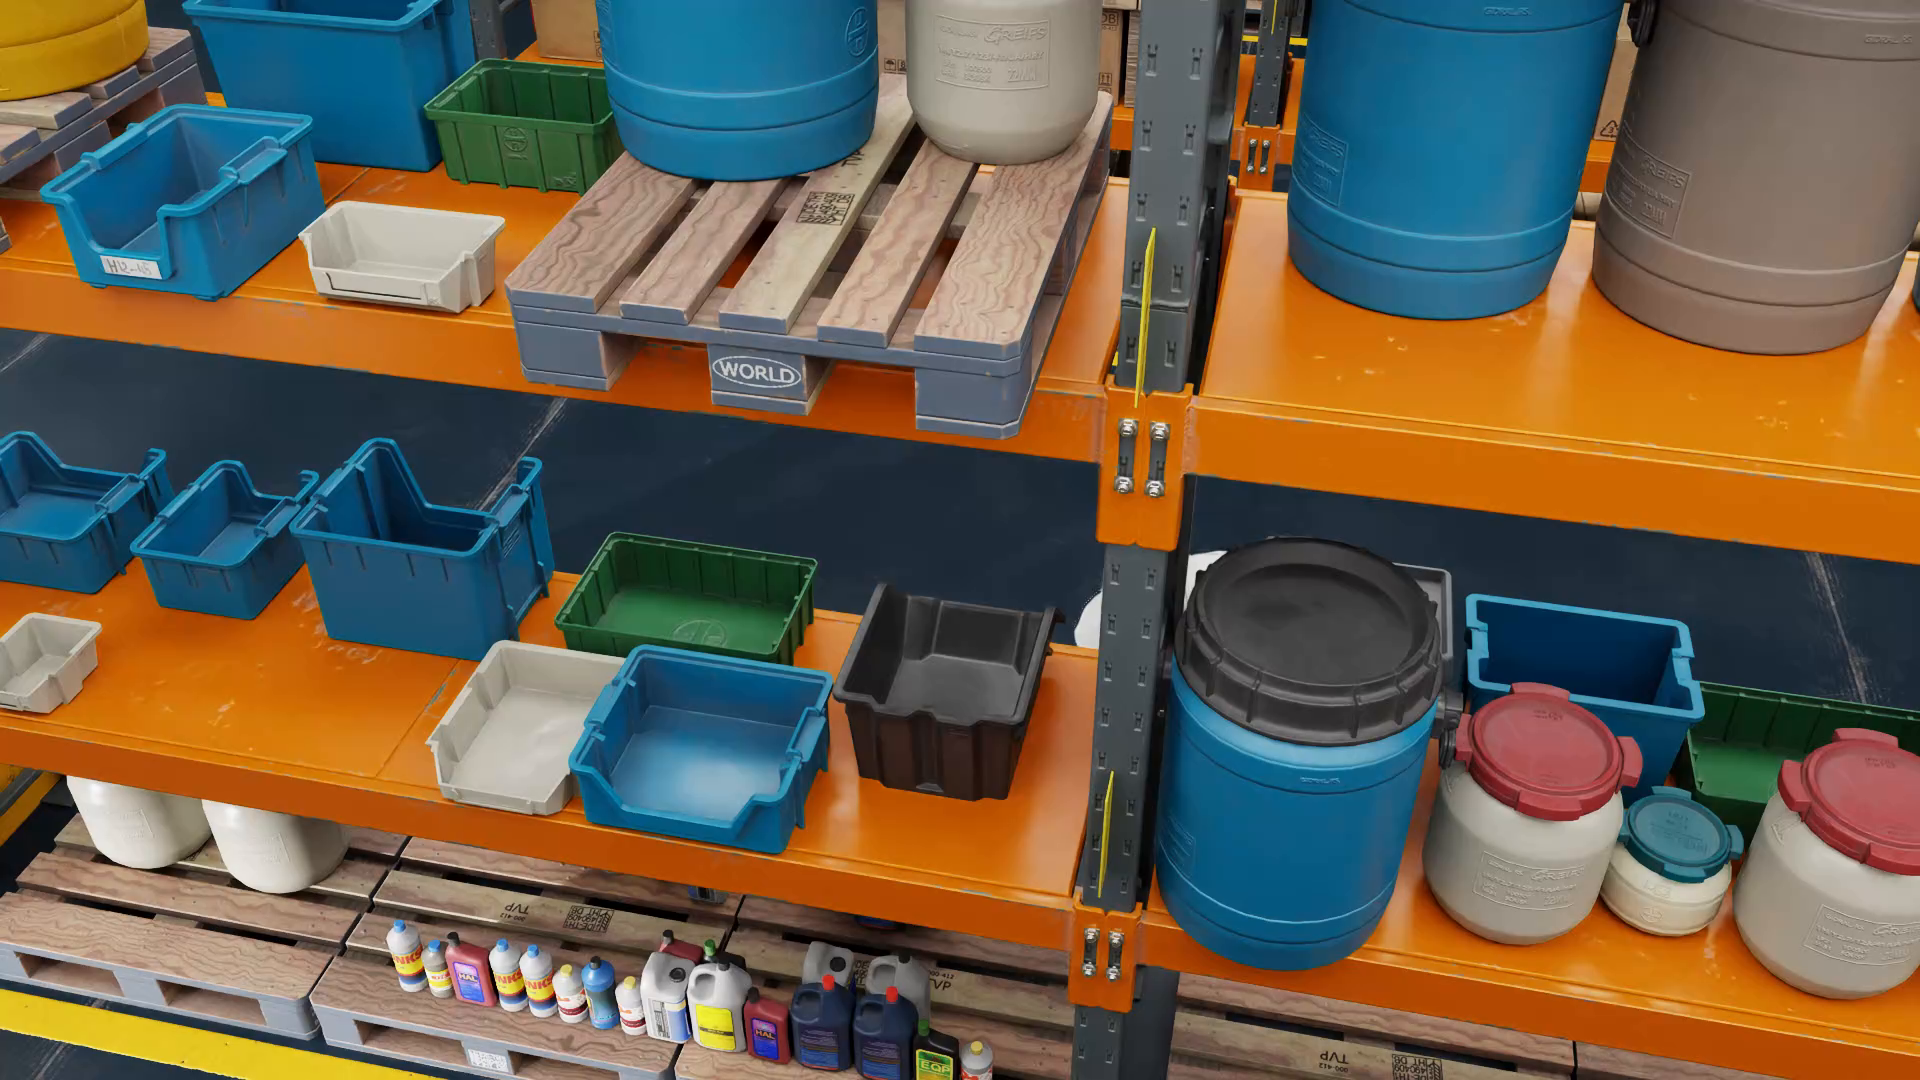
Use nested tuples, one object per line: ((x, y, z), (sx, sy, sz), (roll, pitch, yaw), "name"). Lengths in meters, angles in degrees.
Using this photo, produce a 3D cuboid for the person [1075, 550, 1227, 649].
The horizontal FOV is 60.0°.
((0.850, 0.417, 6.149), (0.834, 1.003, 0.485), (13, 39, 16), "person")
